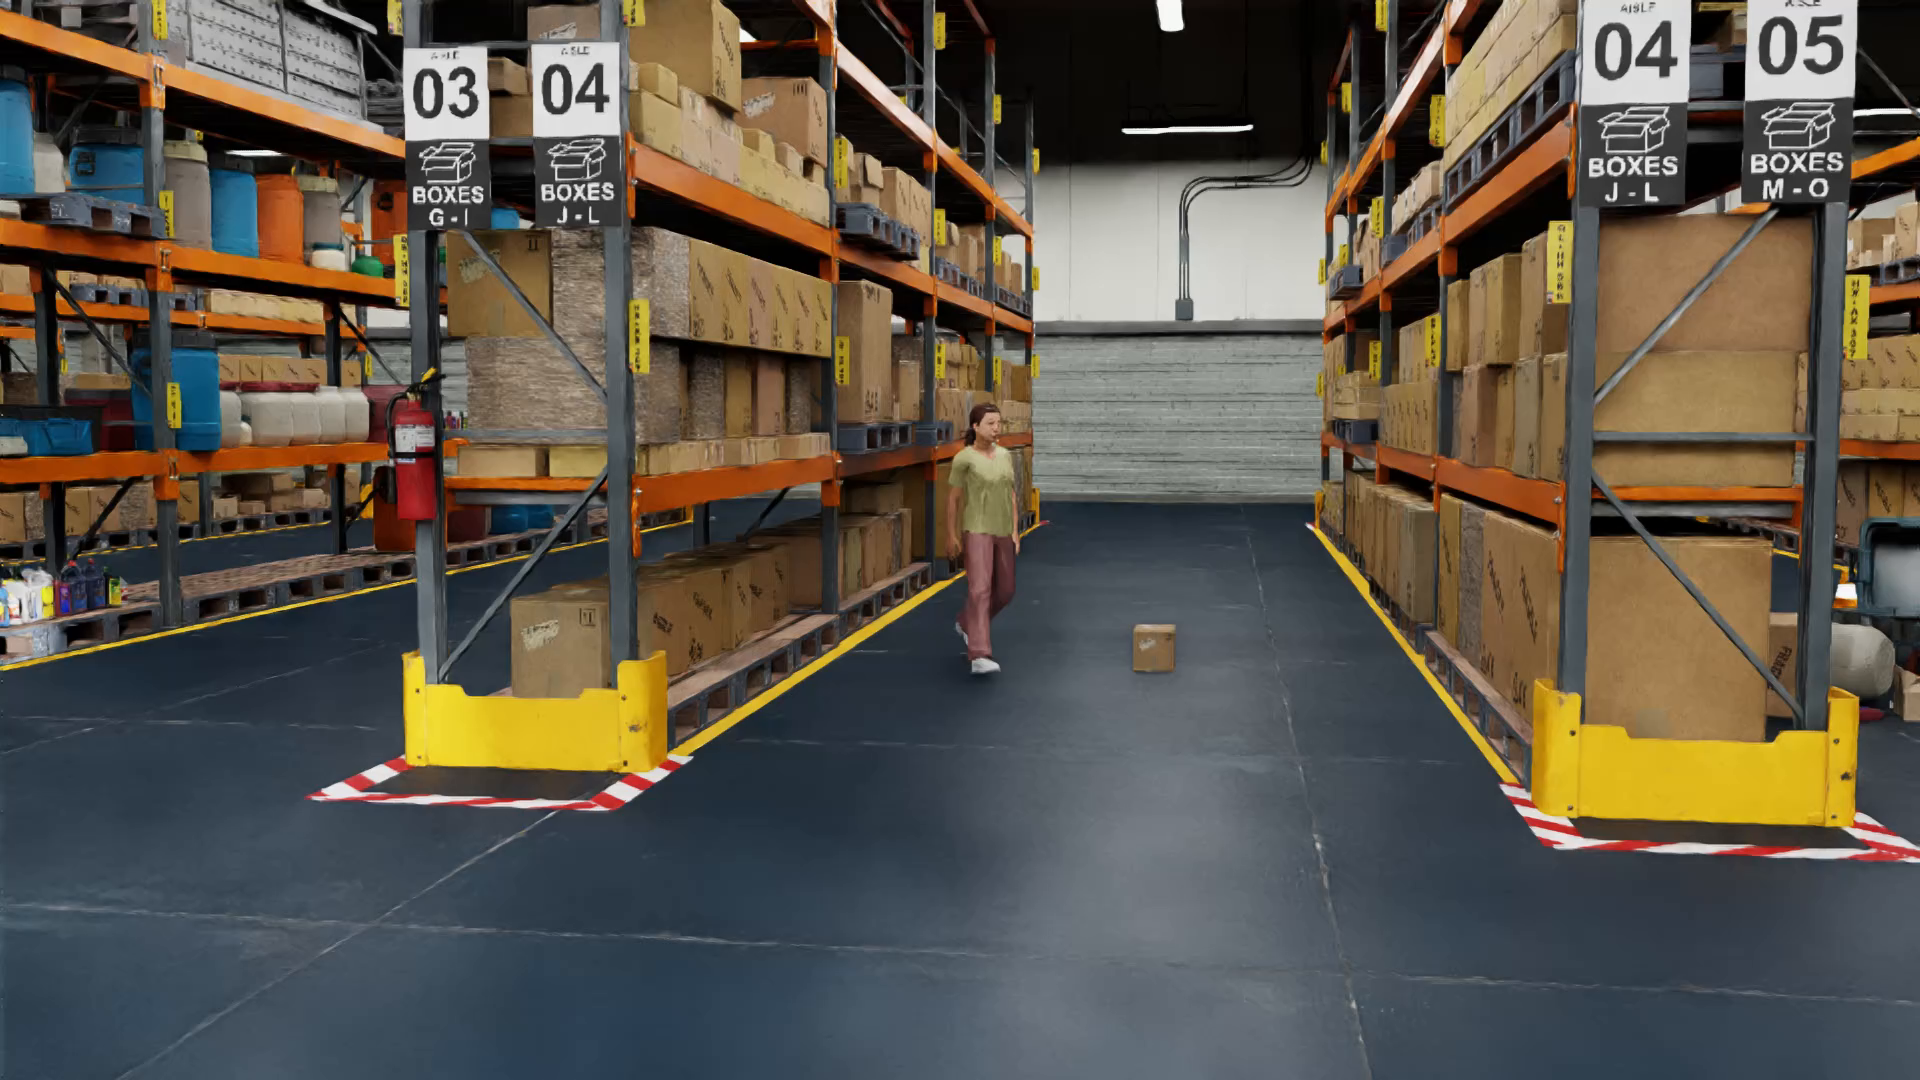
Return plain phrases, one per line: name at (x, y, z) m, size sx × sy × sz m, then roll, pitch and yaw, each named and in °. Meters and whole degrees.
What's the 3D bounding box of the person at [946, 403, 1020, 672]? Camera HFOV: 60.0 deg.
person at (0.120, -0.025, 10.340) m, size 0.528 × 1.620 × 0.895 m, roll -4°, pitch 6°, yaw -39°
